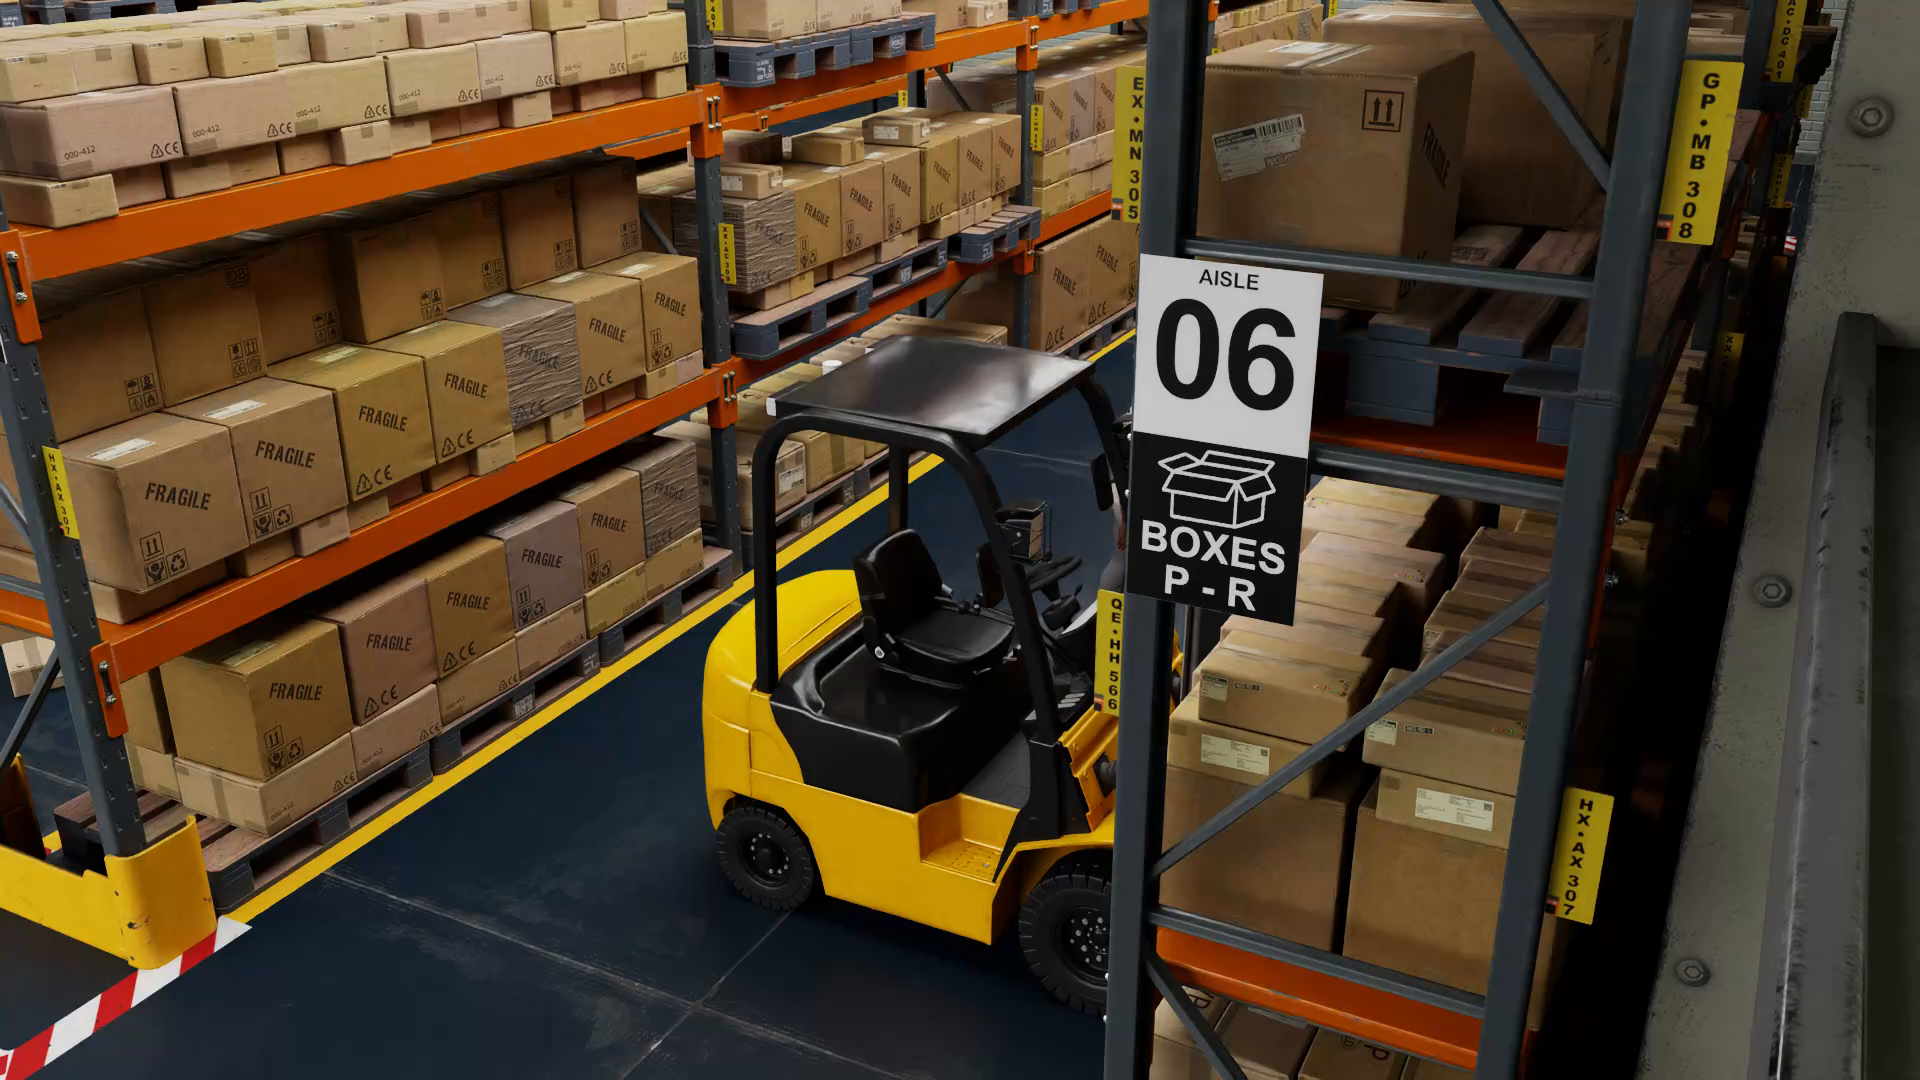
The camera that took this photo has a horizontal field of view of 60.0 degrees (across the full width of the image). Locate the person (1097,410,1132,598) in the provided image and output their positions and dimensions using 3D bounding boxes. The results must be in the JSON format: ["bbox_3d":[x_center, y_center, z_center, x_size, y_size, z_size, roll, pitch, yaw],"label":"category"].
[{"bbox_3d":[0.987,-0.134,8.506,0.615,1.673,0.629,3,23,7],"label":"person"}]
